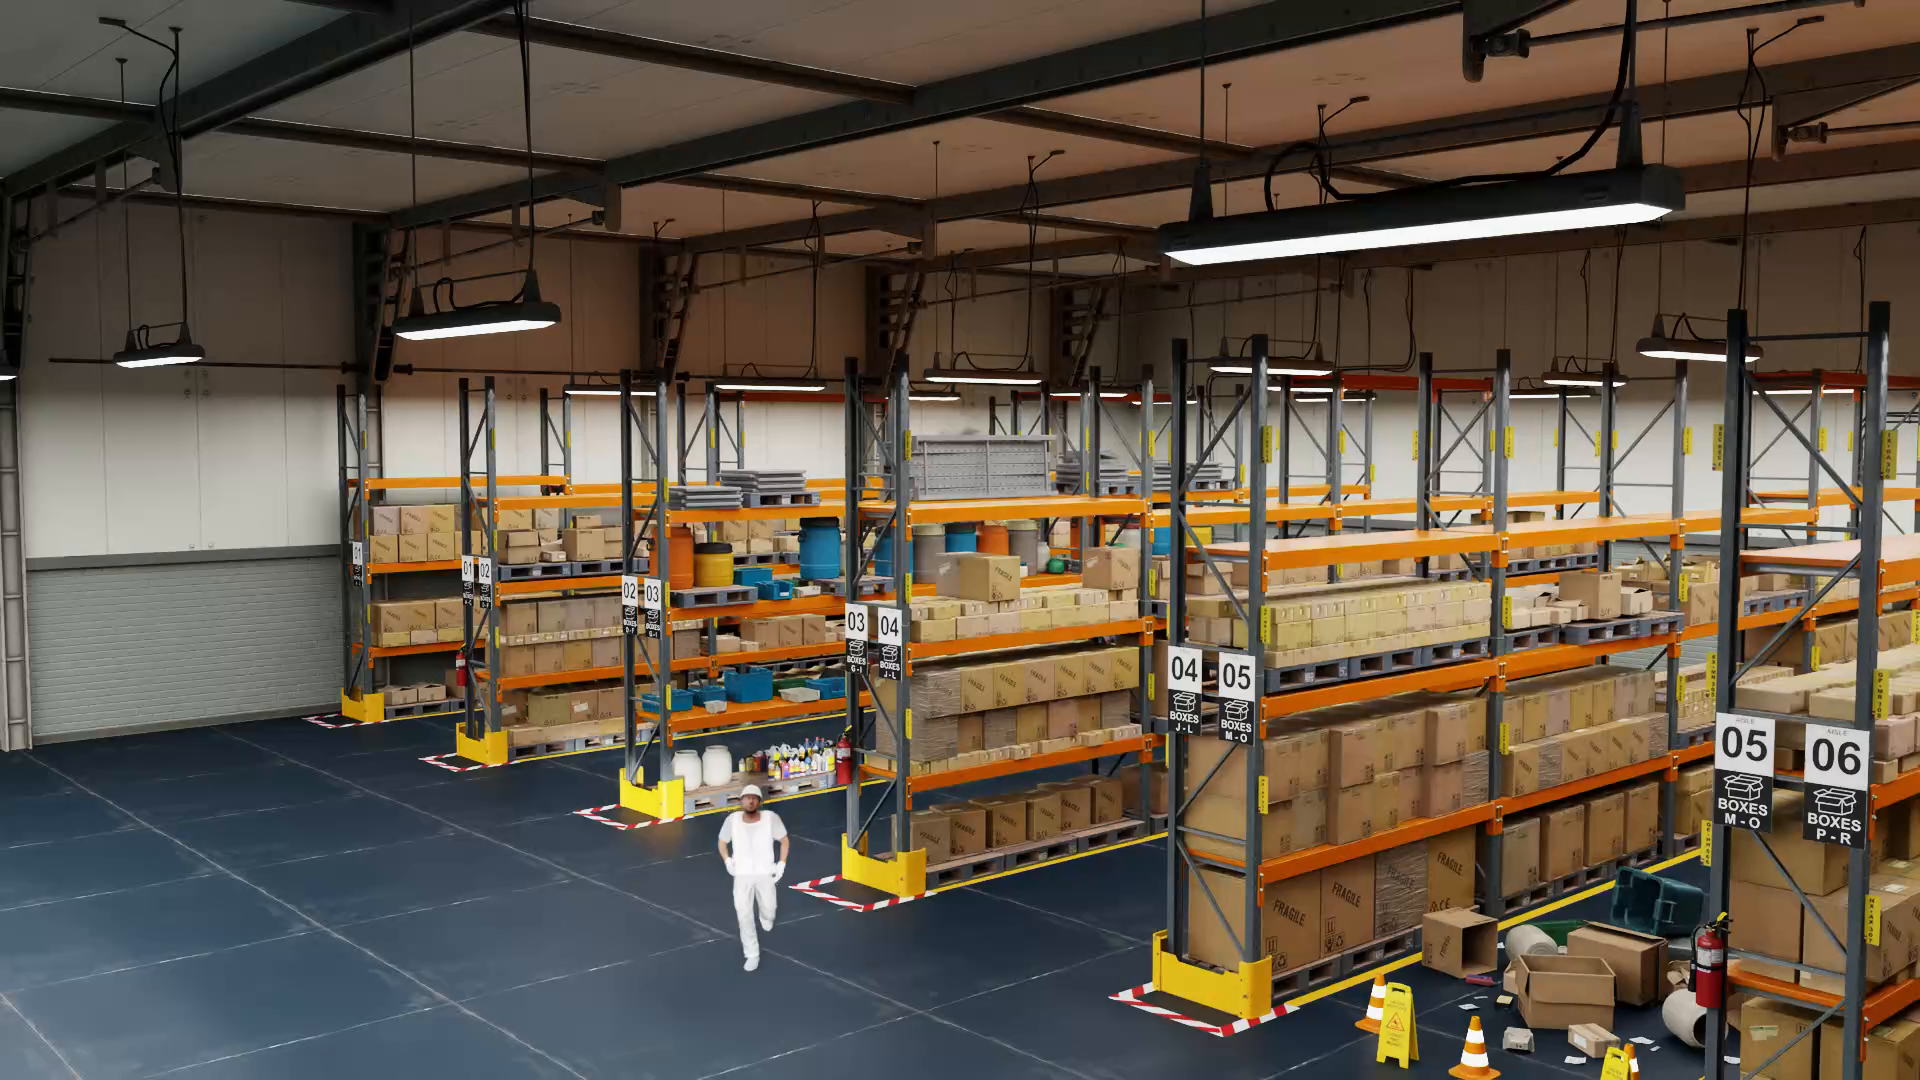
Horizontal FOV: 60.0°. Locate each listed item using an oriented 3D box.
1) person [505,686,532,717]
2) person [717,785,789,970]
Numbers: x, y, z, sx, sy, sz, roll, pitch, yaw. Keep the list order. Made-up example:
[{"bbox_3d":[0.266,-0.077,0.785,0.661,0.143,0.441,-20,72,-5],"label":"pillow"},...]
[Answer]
[{"bbox_3d":[-7.517,2.436,28.238,0.692,1.742,0.653,3,5,38],"label":"person"},{"bbox_3d":[-2.020,3.250,16.268,0.697,1.738,0.759,-1,4,-8],"label":"person"}]
